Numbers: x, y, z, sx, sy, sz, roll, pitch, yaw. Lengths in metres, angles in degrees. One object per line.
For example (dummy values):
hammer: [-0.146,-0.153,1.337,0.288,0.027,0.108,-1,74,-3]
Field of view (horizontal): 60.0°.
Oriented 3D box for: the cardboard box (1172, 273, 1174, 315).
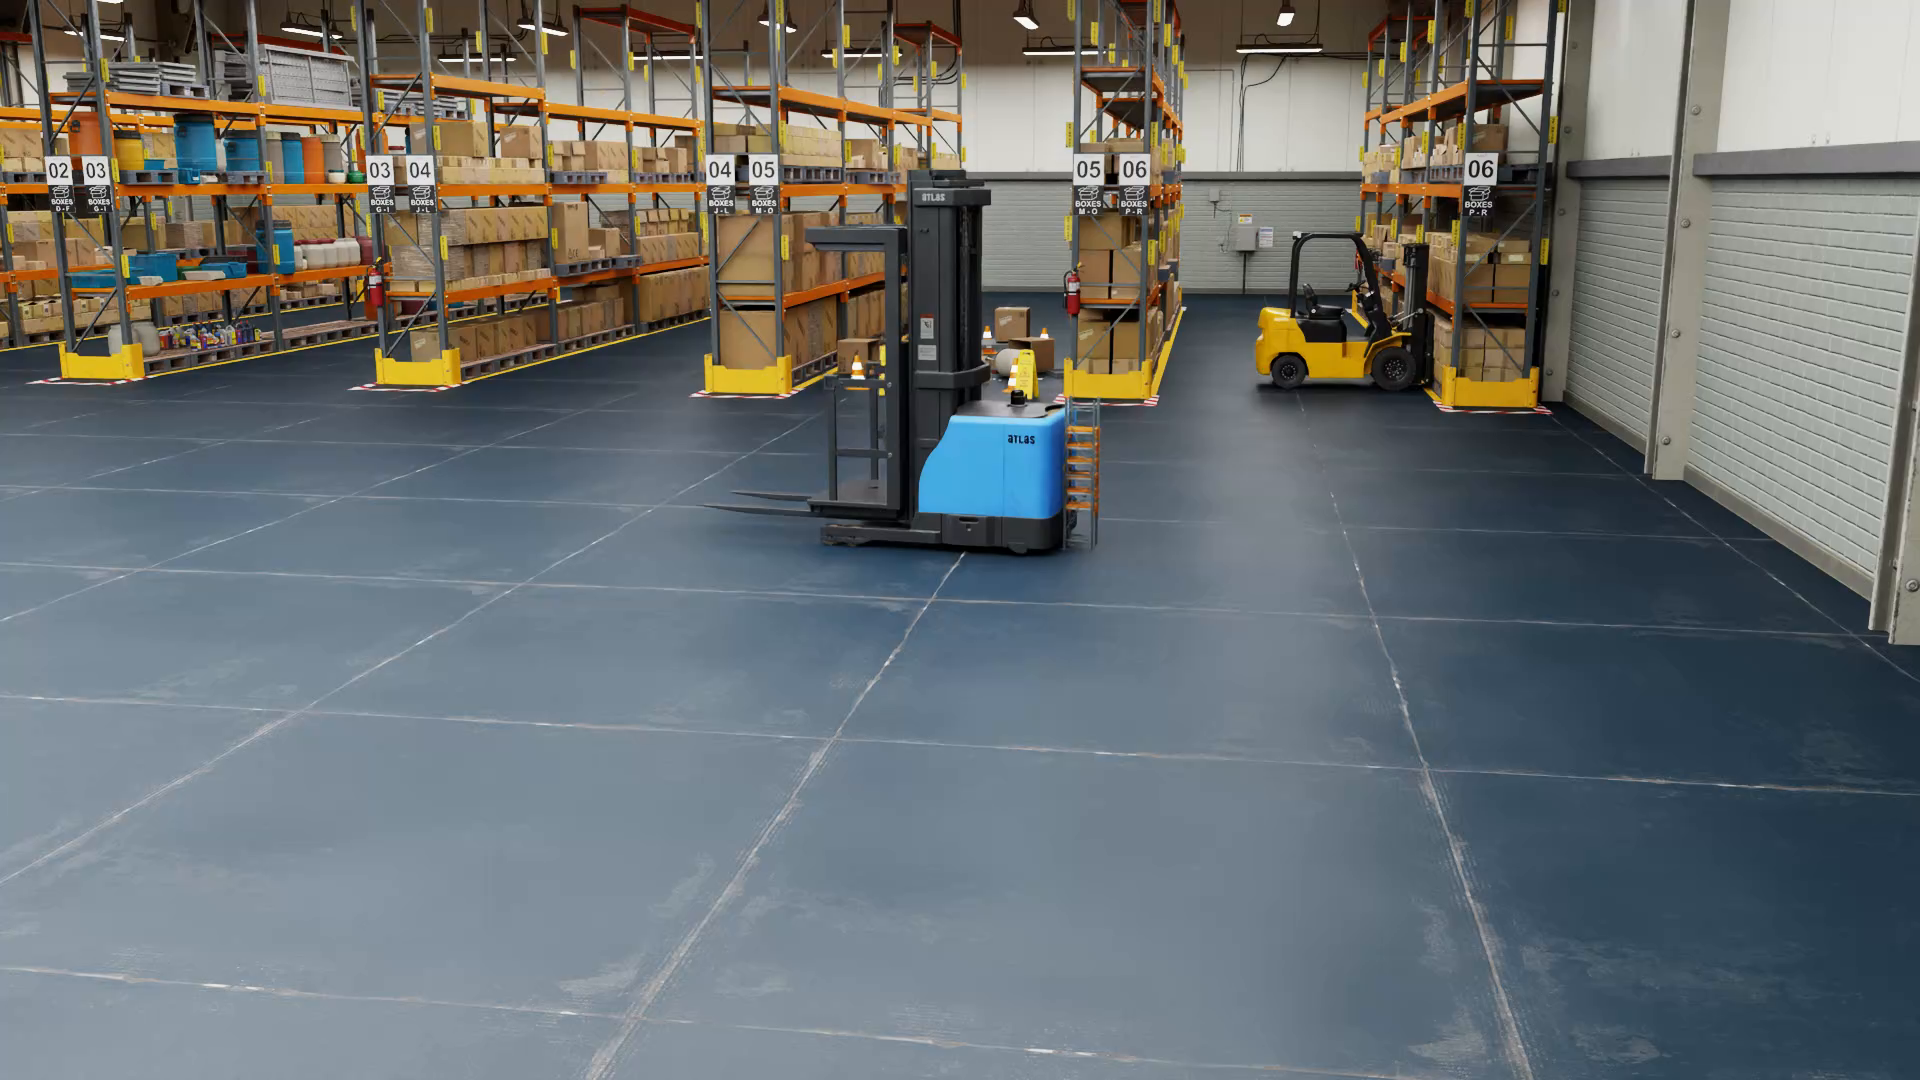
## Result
cardboard box: [3.812,-4.923,33.265,0.875,0.875,0.875,2,12,10]

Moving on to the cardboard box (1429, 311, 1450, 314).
cardboard box: [7.030,-3.216,24.454,0.500,0.250,0.500,2,12,9]

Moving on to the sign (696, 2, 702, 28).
sign: [-3.458,-6.978,22.108,0.100,0.325,0.005,2,12,9]

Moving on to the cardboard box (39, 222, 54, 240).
cardboard box: [-20.469,-6.791,36.893,0.500,0.500,0.500,2,12,8]

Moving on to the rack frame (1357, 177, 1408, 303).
rack frame: [9.349,-6.561,36.817,1.000,3.000,0.127,2,12,9]

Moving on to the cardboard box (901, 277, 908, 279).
cardboard box: [-1.035,-5.108,33.231,0.500,0.250,0.500,2,12,11]

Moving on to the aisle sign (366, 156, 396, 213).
aisle sign: [-8.115,-4.979,23.307,0.394,0.787,0.004,2,12,9]

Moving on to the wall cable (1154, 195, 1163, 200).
wall cable: [5.288,-8.408,42.900,0.585,1.953,0.123,2,12,9]

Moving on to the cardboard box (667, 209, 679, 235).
cardboard box: [-6.171,-6.473,33.791,0.797,0.503,0.637,2,12,9]

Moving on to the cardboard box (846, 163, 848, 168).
cardboard box: [-1.969,-6.135,26.805,0.258,0.266,0.396,2,12,8]

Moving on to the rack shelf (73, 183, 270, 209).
rack shelf: [-12.396,-5.403,26.031,1.077,0.370,4.000,2,12,9]

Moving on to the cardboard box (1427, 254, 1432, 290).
cardboard box: [7.113,-3.919,24.321,0.500,0.500,0.500,2,12,10]

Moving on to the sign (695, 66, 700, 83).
sign: [-5.426,-9.622,34.377,0.100,0.325,0.005,2,12,9]

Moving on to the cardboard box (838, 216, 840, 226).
cardboard box: [-2.238,-5.004,26.980,0.700,0.500,0.500,2,12,8]

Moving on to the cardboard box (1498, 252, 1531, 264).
cardboard box: [7.196,-3.659,21.572,0.380,0.149,0.250,2,12,7]

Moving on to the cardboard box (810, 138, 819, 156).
cardboard box: [-2.364,-5.730,24.256,0.500,0.250,0.500,2,12,8]

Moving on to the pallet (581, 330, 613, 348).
pallet: [-6.891,-3.598,29.687,1.003,0.211,1.213,2,12,9]

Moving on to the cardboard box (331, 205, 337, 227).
cardboard box: [-15.010,-7.695,39.468,0.500,0.500,0.500,2,12,10]

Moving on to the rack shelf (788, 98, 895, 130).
rack shelf: [-2.001,-7.164,28.033,1.077,0.370,4.000,2,12,9]

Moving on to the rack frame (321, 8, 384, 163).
rack frame: [-11.473,-8.470,31.435,1.000,3.000,0.127,2,12,9]

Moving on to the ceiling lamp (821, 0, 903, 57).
ceiling lamp: [-2.431,-13.305,40.014,2.000,3.185,0.800,2,12,9]

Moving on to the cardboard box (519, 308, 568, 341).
cardboard box: [-7.079,-3.664,28.266,0.700,0.500,0.500,1,12,4]

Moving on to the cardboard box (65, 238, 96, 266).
cardboard box: [-16.609,-5.398,31.182,0.500,0.500,0.500,1,12,6]

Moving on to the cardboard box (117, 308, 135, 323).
cardboard box: [-16.283,-4.335,32.018,0.500,0.250,0.500,2,12,8]

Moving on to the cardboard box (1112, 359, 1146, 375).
cardboard box: [2.380,-2.410,23.088,0.500,0.250,0.500,2,12,8]

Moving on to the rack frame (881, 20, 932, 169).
rack frame: [-1.078,-8.960,33.711,1.000,3.000,0.127,2,12,9]

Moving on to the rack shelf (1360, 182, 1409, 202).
rack shelf: [9.041,-7.259,34.645,1.077,0.370,4.000,2,12,9]

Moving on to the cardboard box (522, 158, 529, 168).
cardboard box: [-7.043,-5.947,26.260,0.380,0.149,0.250,1,12,6]

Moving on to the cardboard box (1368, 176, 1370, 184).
cardboard box: [8.738,-7.530,34.789,0.380,0.149,0.250,2,12,9]

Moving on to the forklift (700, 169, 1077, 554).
forklift: [-0.614,-1.482,13.412,3.031,2.935,1.130,4,13,16]

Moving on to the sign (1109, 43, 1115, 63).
sign: [2.664,-8.540,29.166,0.100,0.325,0.005,2,12,9]

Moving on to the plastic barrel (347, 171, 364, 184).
plastic barrel: [-11.460,-6.875,31.521,0.294,0.245,0.294,0,12,0]

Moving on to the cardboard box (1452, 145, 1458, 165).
cardboard box: [6.754,-5.120,22.097,0.396,0.266,0.258,2,12,9]

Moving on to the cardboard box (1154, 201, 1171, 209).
cardboard box: [4.133,-6.800,33.778,0.380,0.149,0.250,2,12,8]

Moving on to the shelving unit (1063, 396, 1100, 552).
shelving unit: [0.955,-0.521,13.063,0.258,1.200,0.189,3,13,15]

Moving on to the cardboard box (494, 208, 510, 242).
cardboard box: [-7.225,-4.812,25.387,0.500,0.500,0.500,2,12,9]

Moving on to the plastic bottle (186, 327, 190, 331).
plastic bottle: [-12.718,-3.365,27.391,0.061,0.283,0.133,2,12,11]

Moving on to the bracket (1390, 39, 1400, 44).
bracket: [10.731,-12.377,41.019,0.235,0.232,0.430,2,12,9]

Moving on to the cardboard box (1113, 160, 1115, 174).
cardboard box: [1.887,-5.148,22.792,0.500,0.250,0.500,2,12,8]

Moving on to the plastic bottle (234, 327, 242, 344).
plastic bottle: [-11.916,-3.373,27.429,0.061,0.283,0.133,3,12,12]

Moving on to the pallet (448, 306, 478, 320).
pallet: [-11.018,-4.848,35.486,1.003,0.211,1.213,2,12,9]

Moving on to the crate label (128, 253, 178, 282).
crate label: [-12.688,-4.281,26.155,0.502,0.435,0.616,2,12,9]

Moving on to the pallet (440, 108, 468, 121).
pallet: [-10.955,-8.842,34.557,1.003,0.211,1.213,2,12,9]

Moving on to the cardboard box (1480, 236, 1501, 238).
cardboard box: [7.417,-4.126,23.034,0.380,0.149,0.250,2,12,9]

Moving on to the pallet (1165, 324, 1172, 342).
pallet: [3.409,-3.854,30.877,1.003,0.211,1.213,2,12,9]

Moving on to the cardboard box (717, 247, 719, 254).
cardboard box: [-5.471,-6.302,36.211,0.380,0.149,0.250,2,12,7]

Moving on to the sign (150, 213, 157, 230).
sign: [-15.818,-6.247,32.613,0.100,0.325,0.005,2,12,9]

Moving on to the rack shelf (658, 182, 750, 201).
rack shelf: [-5.656,-7.740,36.878,1.077,0.370,4.000,2,12,9]

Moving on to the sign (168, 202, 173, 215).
sign: [-19.498,-8.185,41.042,0.100,0.325,0.005,2,12,9]

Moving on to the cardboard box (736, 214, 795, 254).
cardboard box: [-2.835,-4.324,23.520,0.875,0.550,0.550,2,12,9]
